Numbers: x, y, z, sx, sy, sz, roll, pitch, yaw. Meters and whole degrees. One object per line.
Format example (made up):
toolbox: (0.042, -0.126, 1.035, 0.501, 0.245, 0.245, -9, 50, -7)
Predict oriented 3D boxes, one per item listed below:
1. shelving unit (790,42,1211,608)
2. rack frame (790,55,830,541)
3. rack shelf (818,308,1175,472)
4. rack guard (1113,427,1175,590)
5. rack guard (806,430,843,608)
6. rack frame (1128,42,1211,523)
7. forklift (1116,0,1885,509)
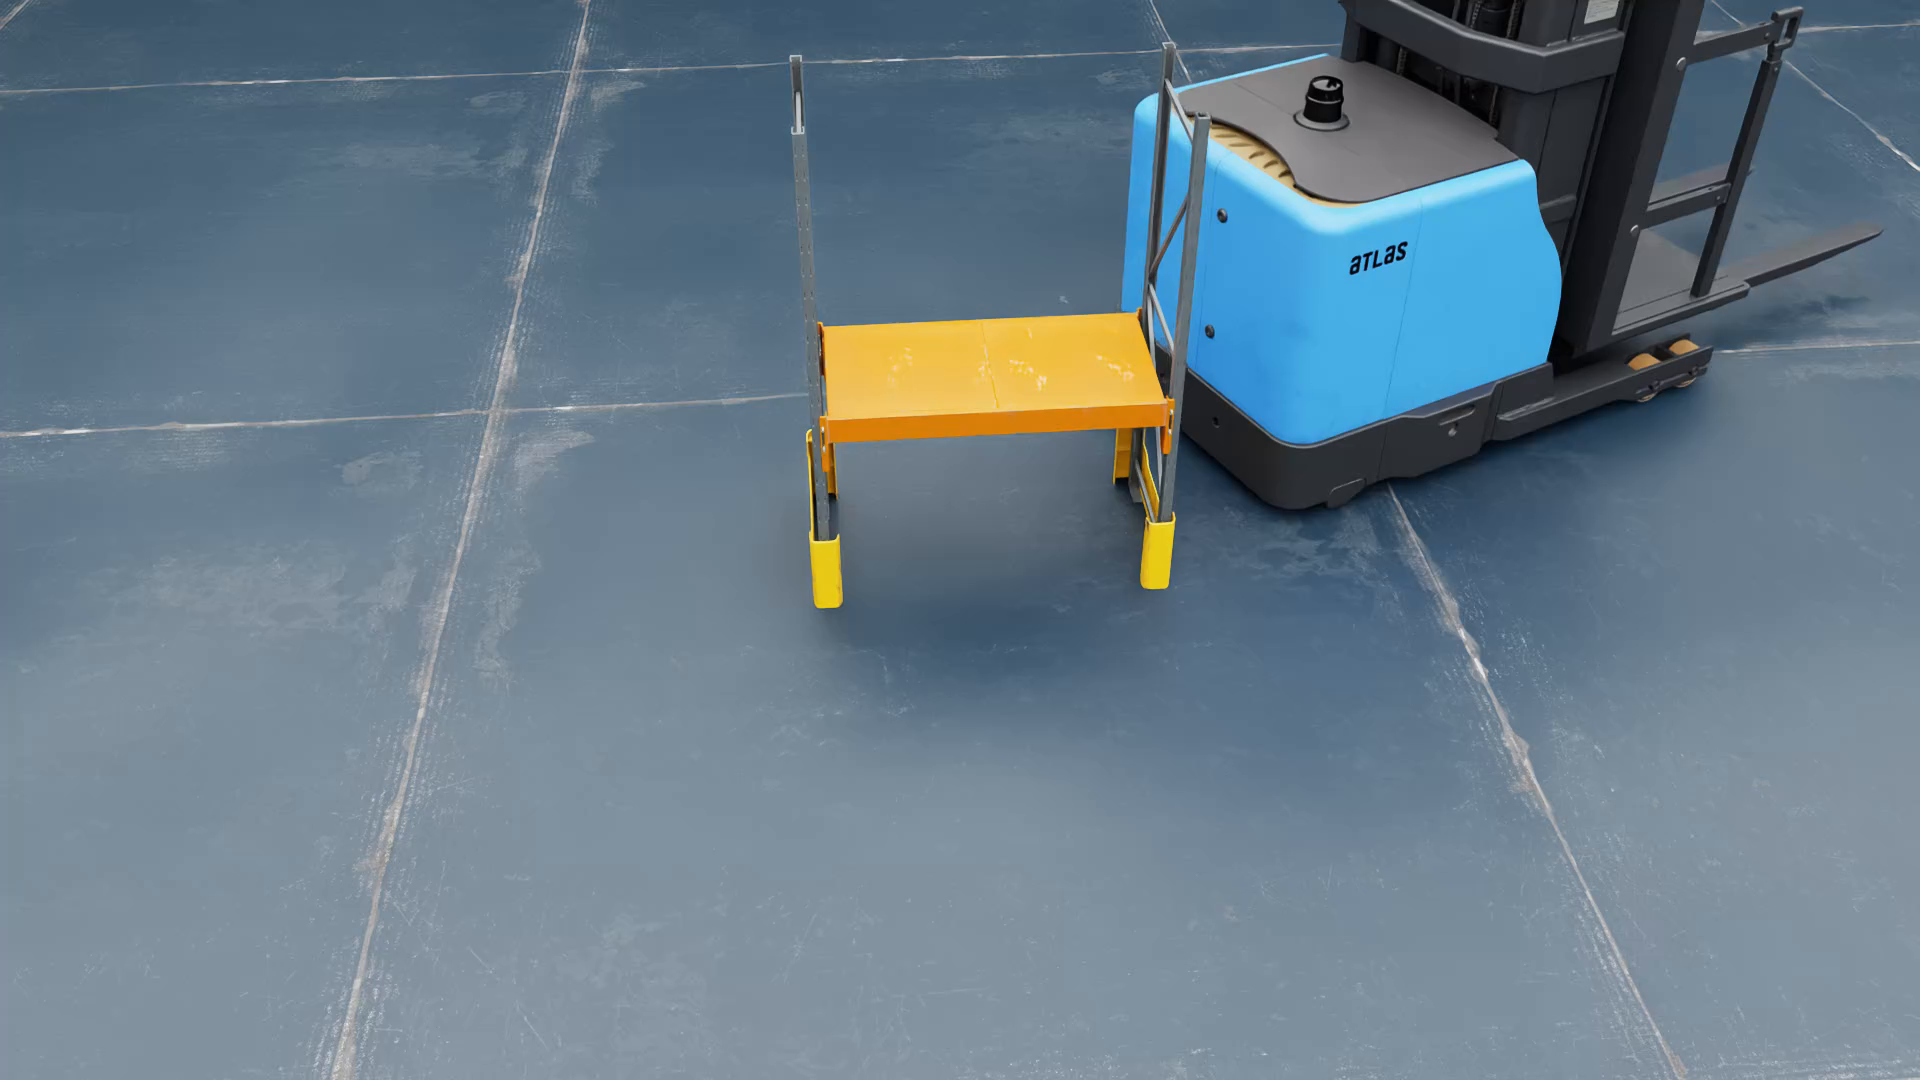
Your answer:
shelving unit: (0.076, -0.593, 4.791, 1.083, 1.500, 0.587, -3, 38, -4)
rack frame: (-0.421, -0.566, 4.756, 0.032, 1.500, 0.500, -3, 38, -4)
rack shelf: (0.085, -0.452, 4.903, 1.000, 0.185, 0.538, -3, 38, -4)
rack guard: (0.572, -0.130, 5.213, 0.087, 0.250, 0.587, -3, 38, -4)
rack guard: (-0.420, -0.075, 5.143, 0.087, 0.250, 0.587, -3, 38, -4)
rack frame: (0.591, -0.621, 4.827, 0.032, 1.500, 0.500, -3, 38, -4)
forklift: (2.084, -1.905, 5.298, 3.031, 2.935, 1.130, -19, 42, -22)
